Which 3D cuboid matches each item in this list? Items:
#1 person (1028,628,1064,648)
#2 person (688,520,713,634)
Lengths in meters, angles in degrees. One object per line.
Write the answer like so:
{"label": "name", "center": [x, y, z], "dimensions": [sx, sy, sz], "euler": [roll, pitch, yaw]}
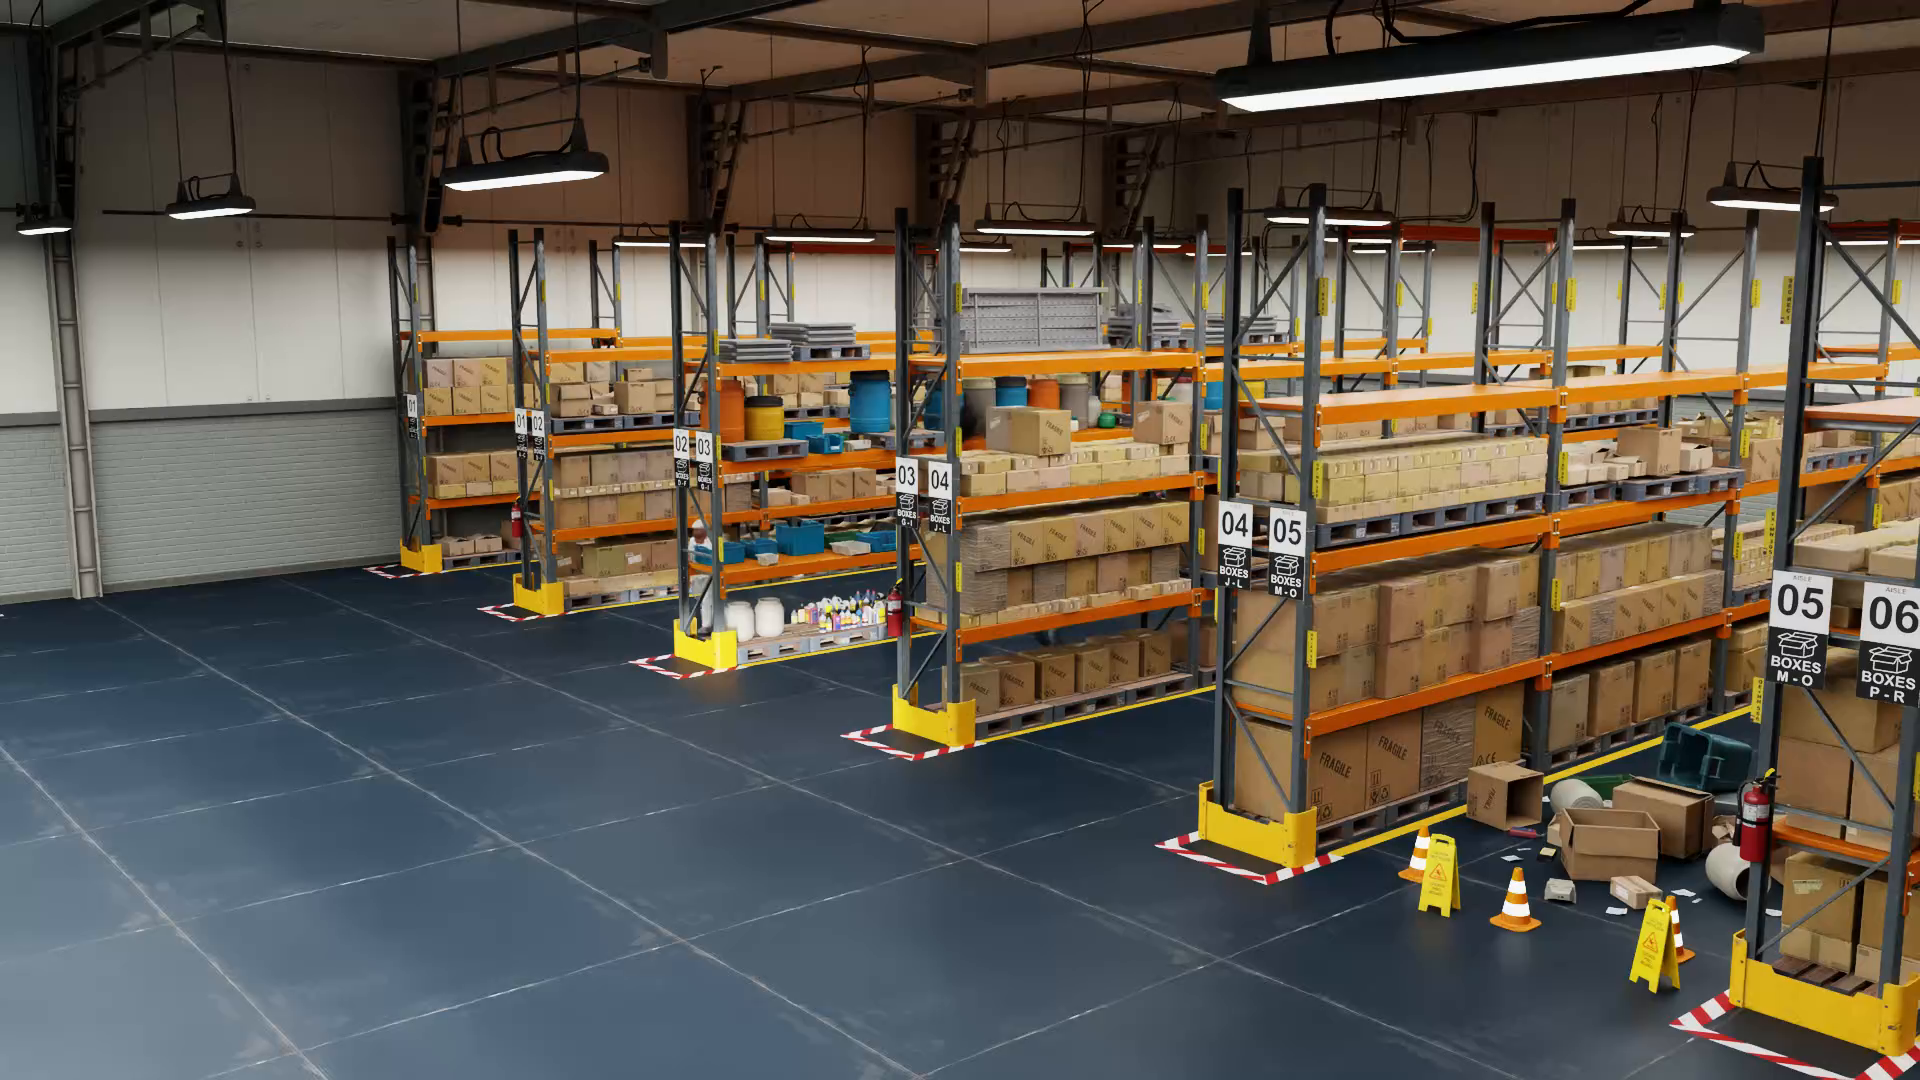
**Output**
{"label": "person", "center": [1.187, 0.854, 22.443], "dimensions": [0.662, 1.721, 0.672], "euler": [-8, 12, -41]}
{"label": "person", "center": [-3.772, 0.524, 24.845], "dimensions": [0.701, 1.714, 0.757], "euler": [5, 10, 31]}
